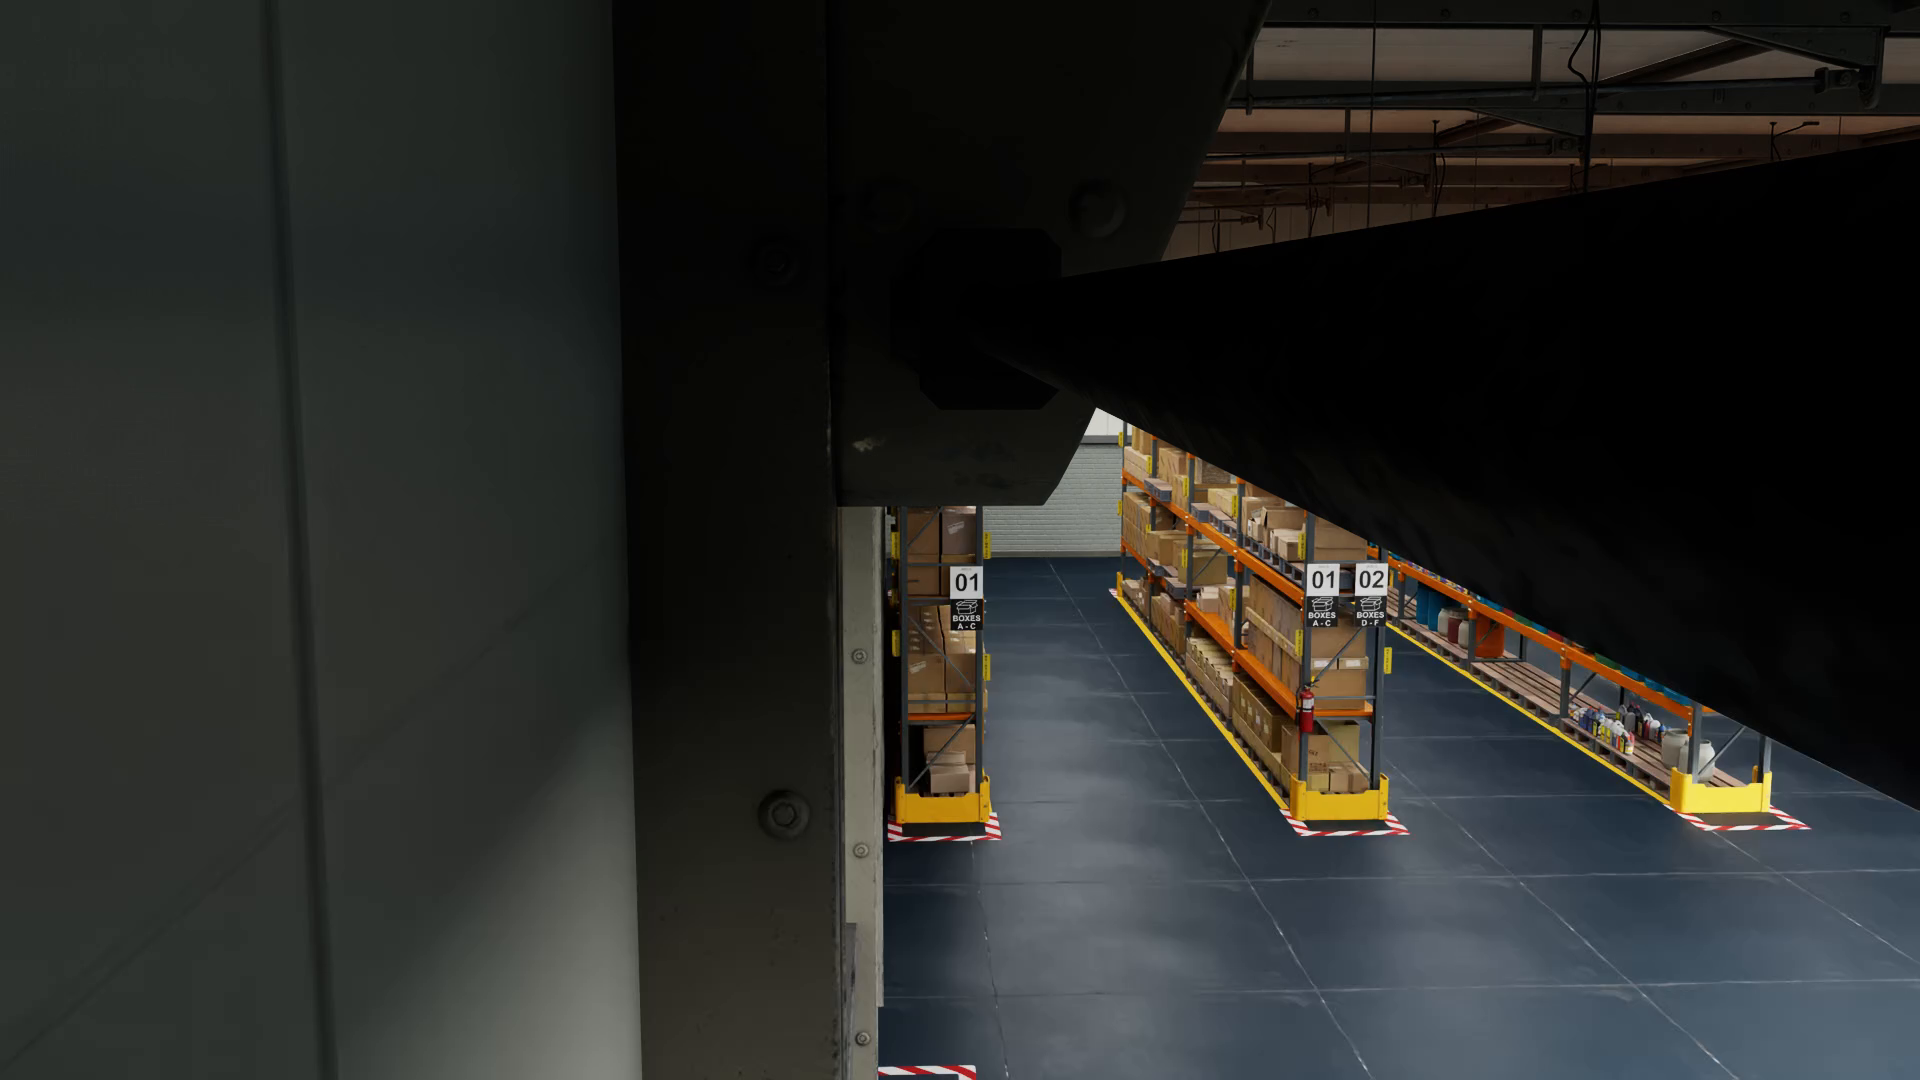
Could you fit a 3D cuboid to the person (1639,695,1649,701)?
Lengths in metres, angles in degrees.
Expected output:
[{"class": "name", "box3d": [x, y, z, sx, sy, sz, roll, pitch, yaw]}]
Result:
[{"class": "person", "box3d": [11.127, 1.715, 26.984, 0.494, 1.662, 0.735, -1, 8, -9]}]
